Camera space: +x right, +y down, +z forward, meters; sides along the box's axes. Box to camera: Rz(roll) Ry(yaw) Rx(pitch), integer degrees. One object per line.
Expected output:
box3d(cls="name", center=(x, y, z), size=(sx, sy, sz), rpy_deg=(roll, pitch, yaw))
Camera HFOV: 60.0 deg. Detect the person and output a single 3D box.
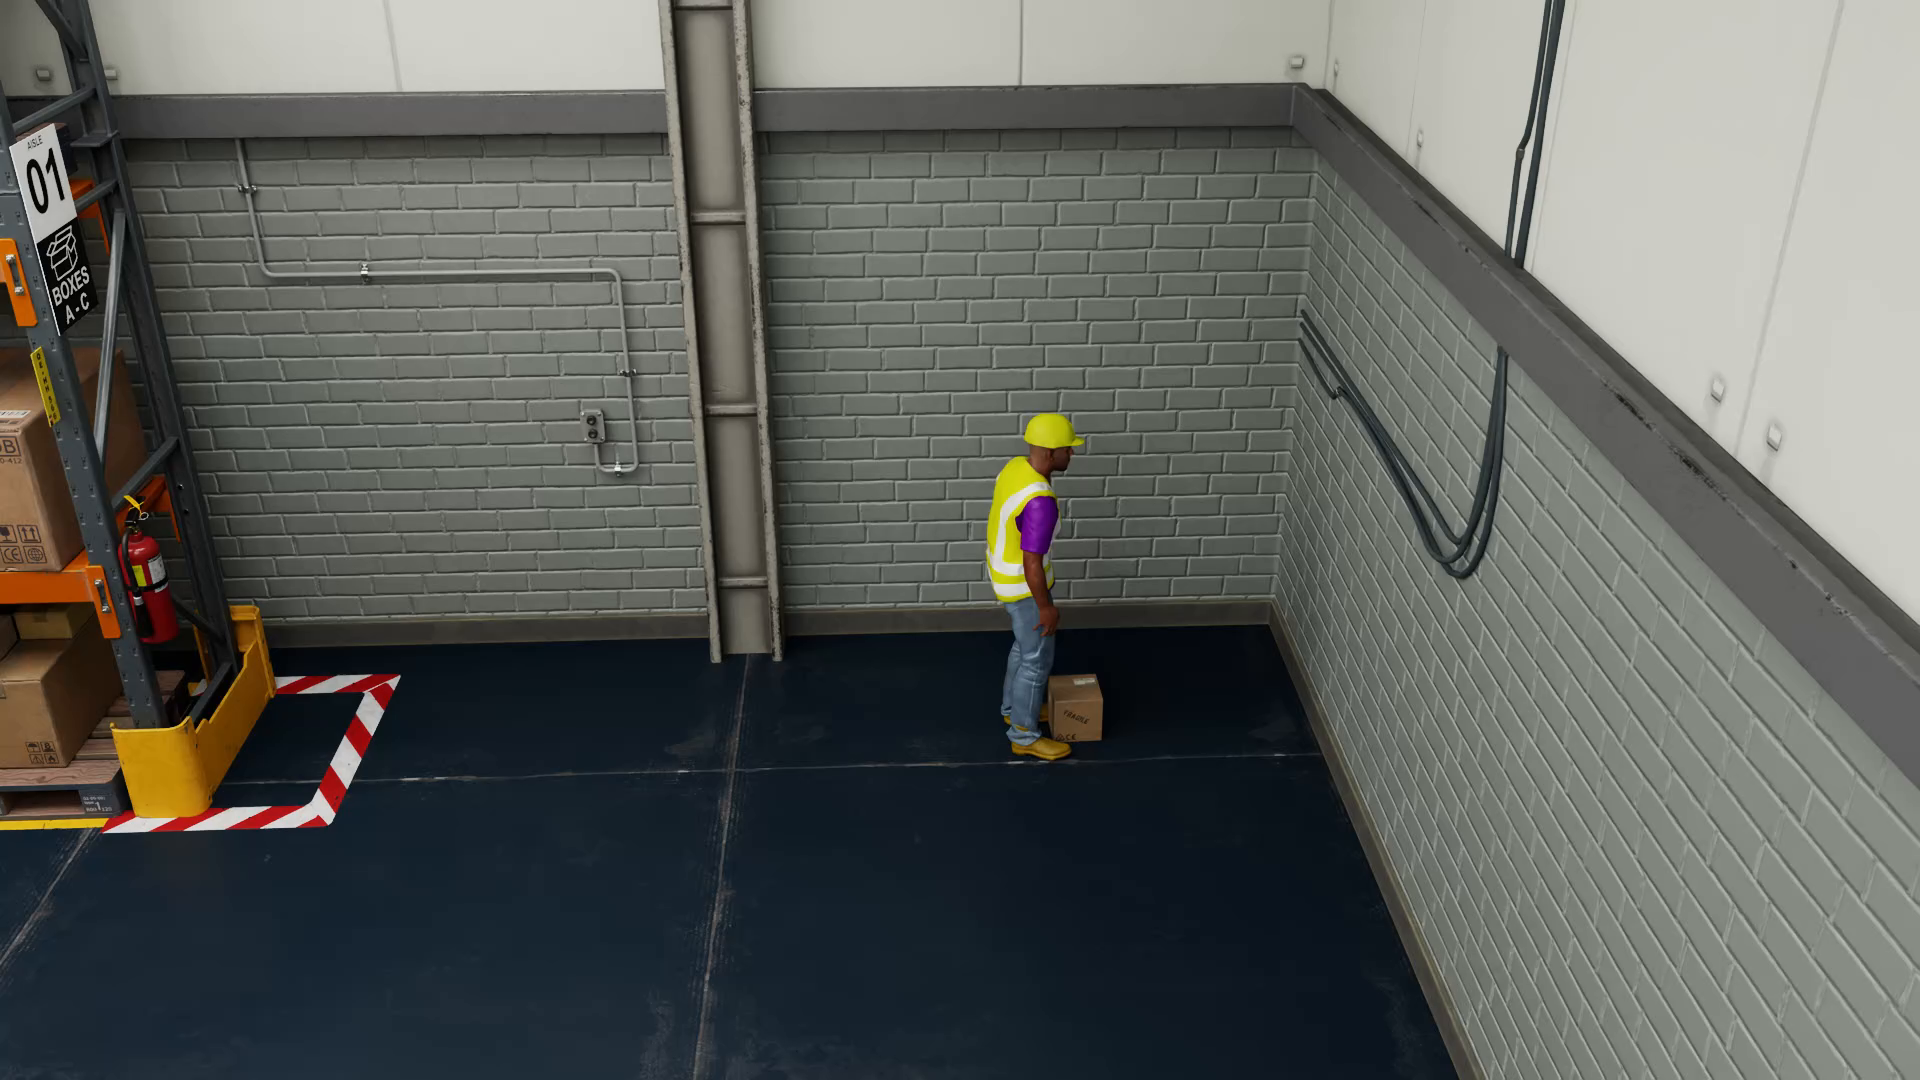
box3d(cls="person", center=(0.366, 0.203, 8.209), size=(0.461, 1.759, 0.634), rpy_deg=(-3, 28, -6))
